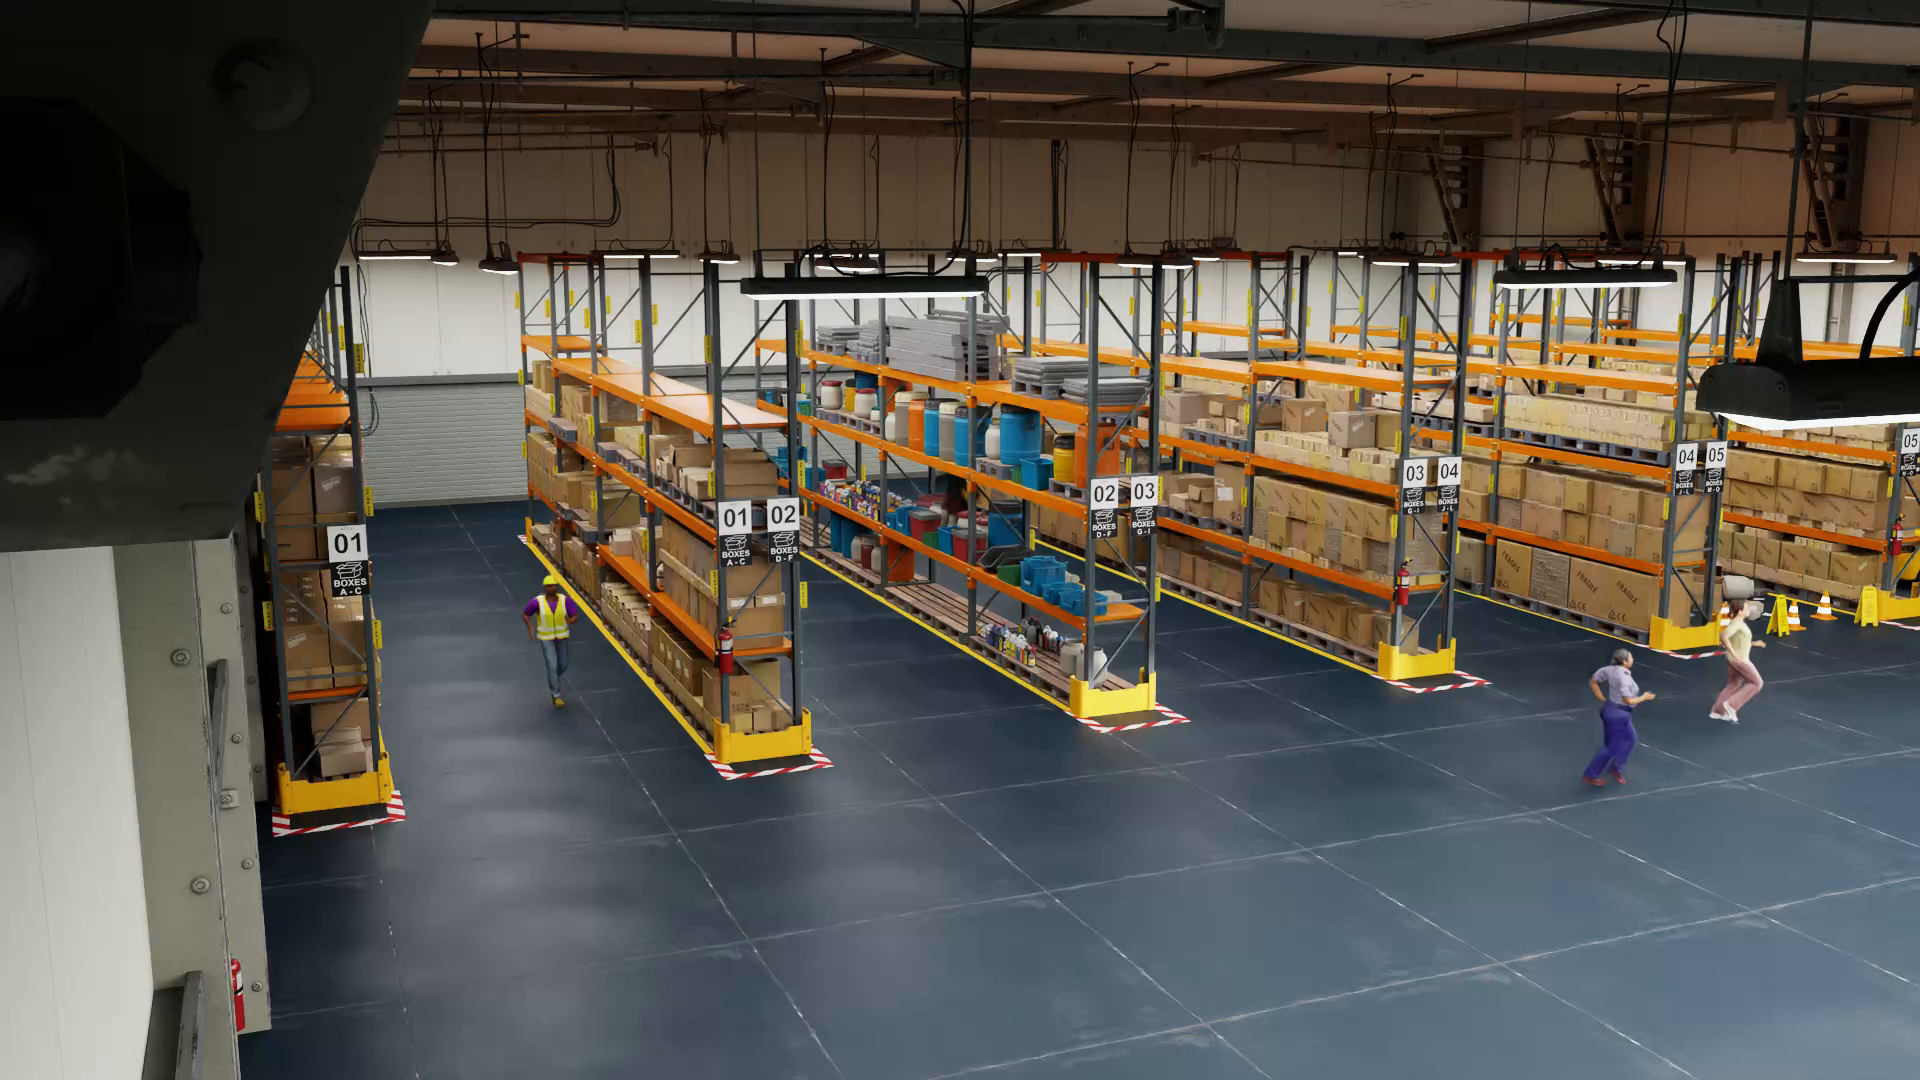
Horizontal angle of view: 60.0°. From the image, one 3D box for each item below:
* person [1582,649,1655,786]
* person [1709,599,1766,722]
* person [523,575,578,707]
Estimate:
[{"bbox_3d":[7.596,2.074,19.218,0.759,1.687,0.554,0,10,3],"label":"person"},{"bbox_3d":[10.209,1.580,21.772,0.613,1.635,0.560,3,11,15],"label":"person"},{"bbox_3d":[-5.562,1.344,22.740,0.710,1.747,0.968,-5,12,-27],"label":"person"}]
